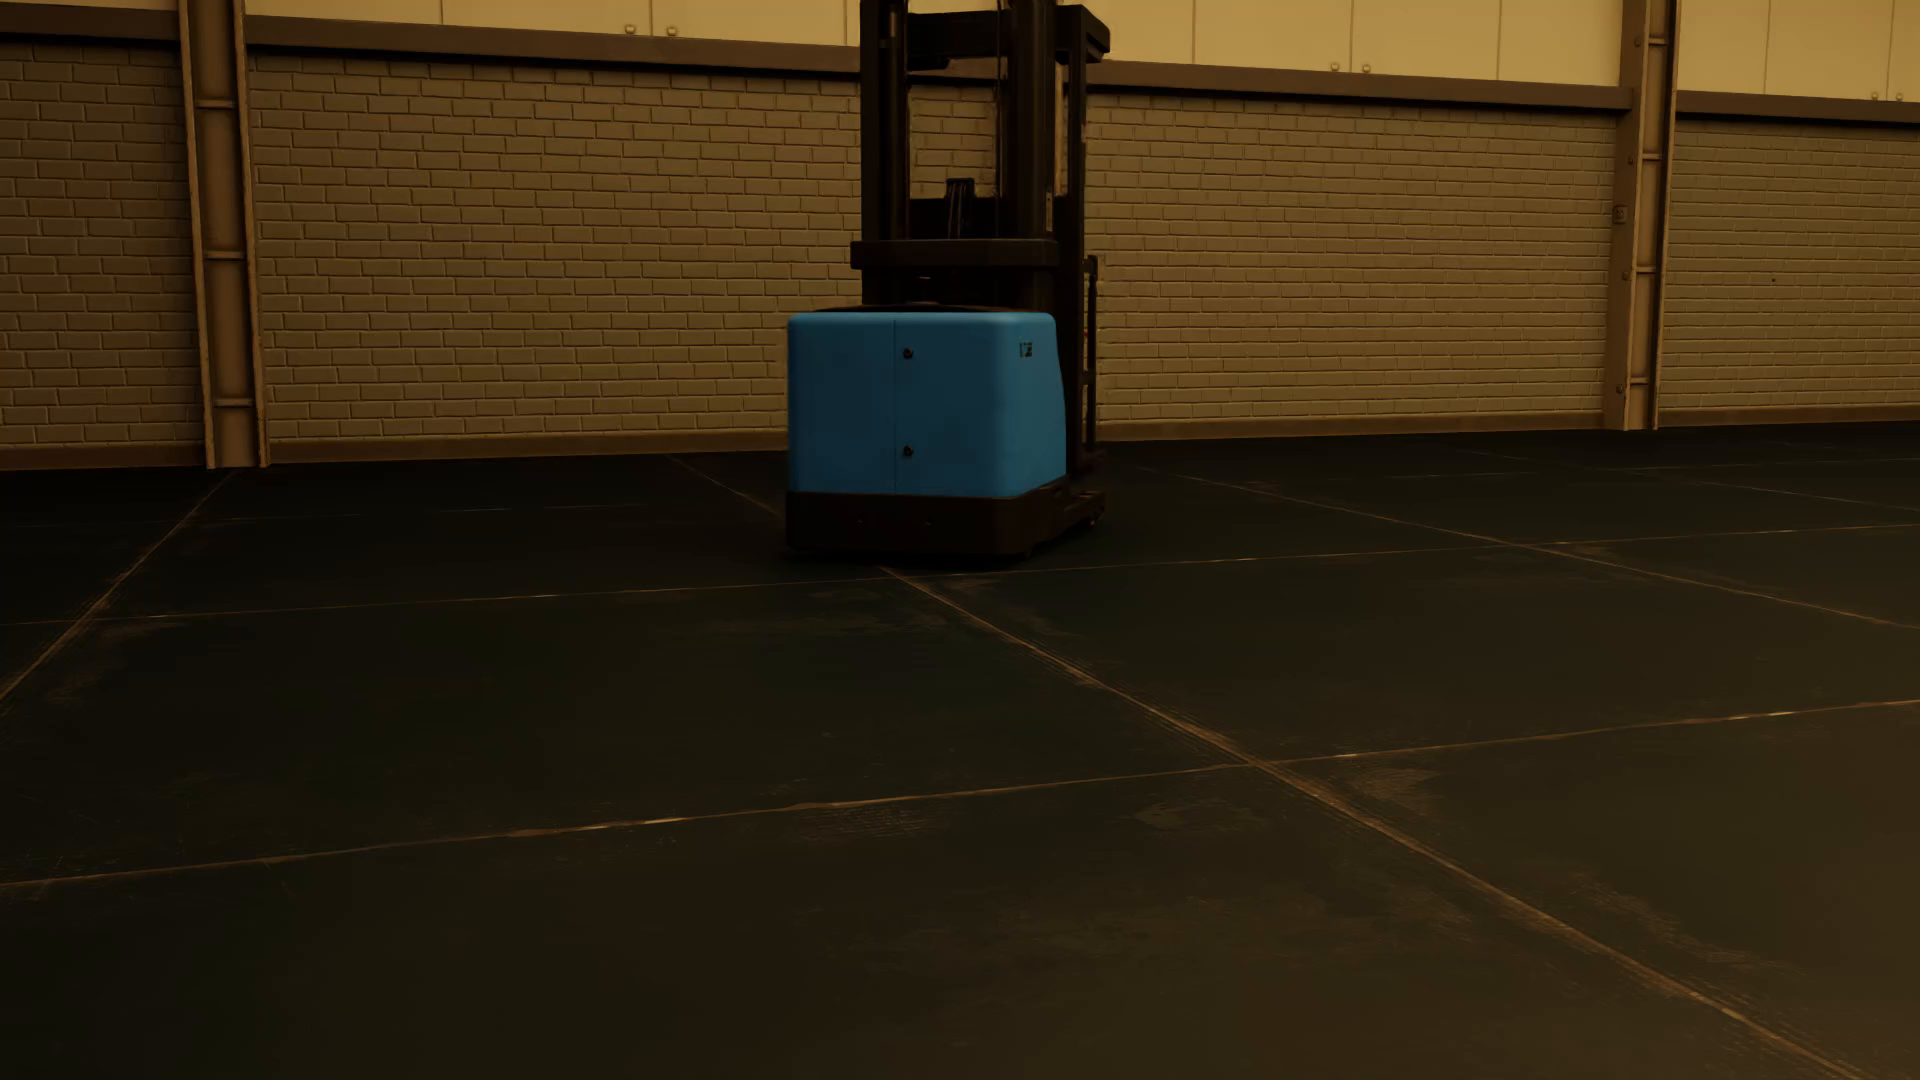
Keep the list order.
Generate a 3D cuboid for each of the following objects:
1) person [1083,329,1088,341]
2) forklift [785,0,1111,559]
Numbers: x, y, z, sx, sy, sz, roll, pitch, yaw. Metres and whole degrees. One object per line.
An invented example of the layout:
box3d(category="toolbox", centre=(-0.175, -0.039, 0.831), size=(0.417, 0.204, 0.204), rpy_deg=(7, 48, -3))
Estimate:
box3d(category="person", centre=(0.389, -1.124, 10.743), size=(0.908, 1.463, 0.726), rpy_deg=(-6, 10, -37))
box3d(category="forklift", centre=(0.127, -1.530, 8.294), size=(1.130, 2.935, 3.031), rpy_deg=(2, 8, 15))
